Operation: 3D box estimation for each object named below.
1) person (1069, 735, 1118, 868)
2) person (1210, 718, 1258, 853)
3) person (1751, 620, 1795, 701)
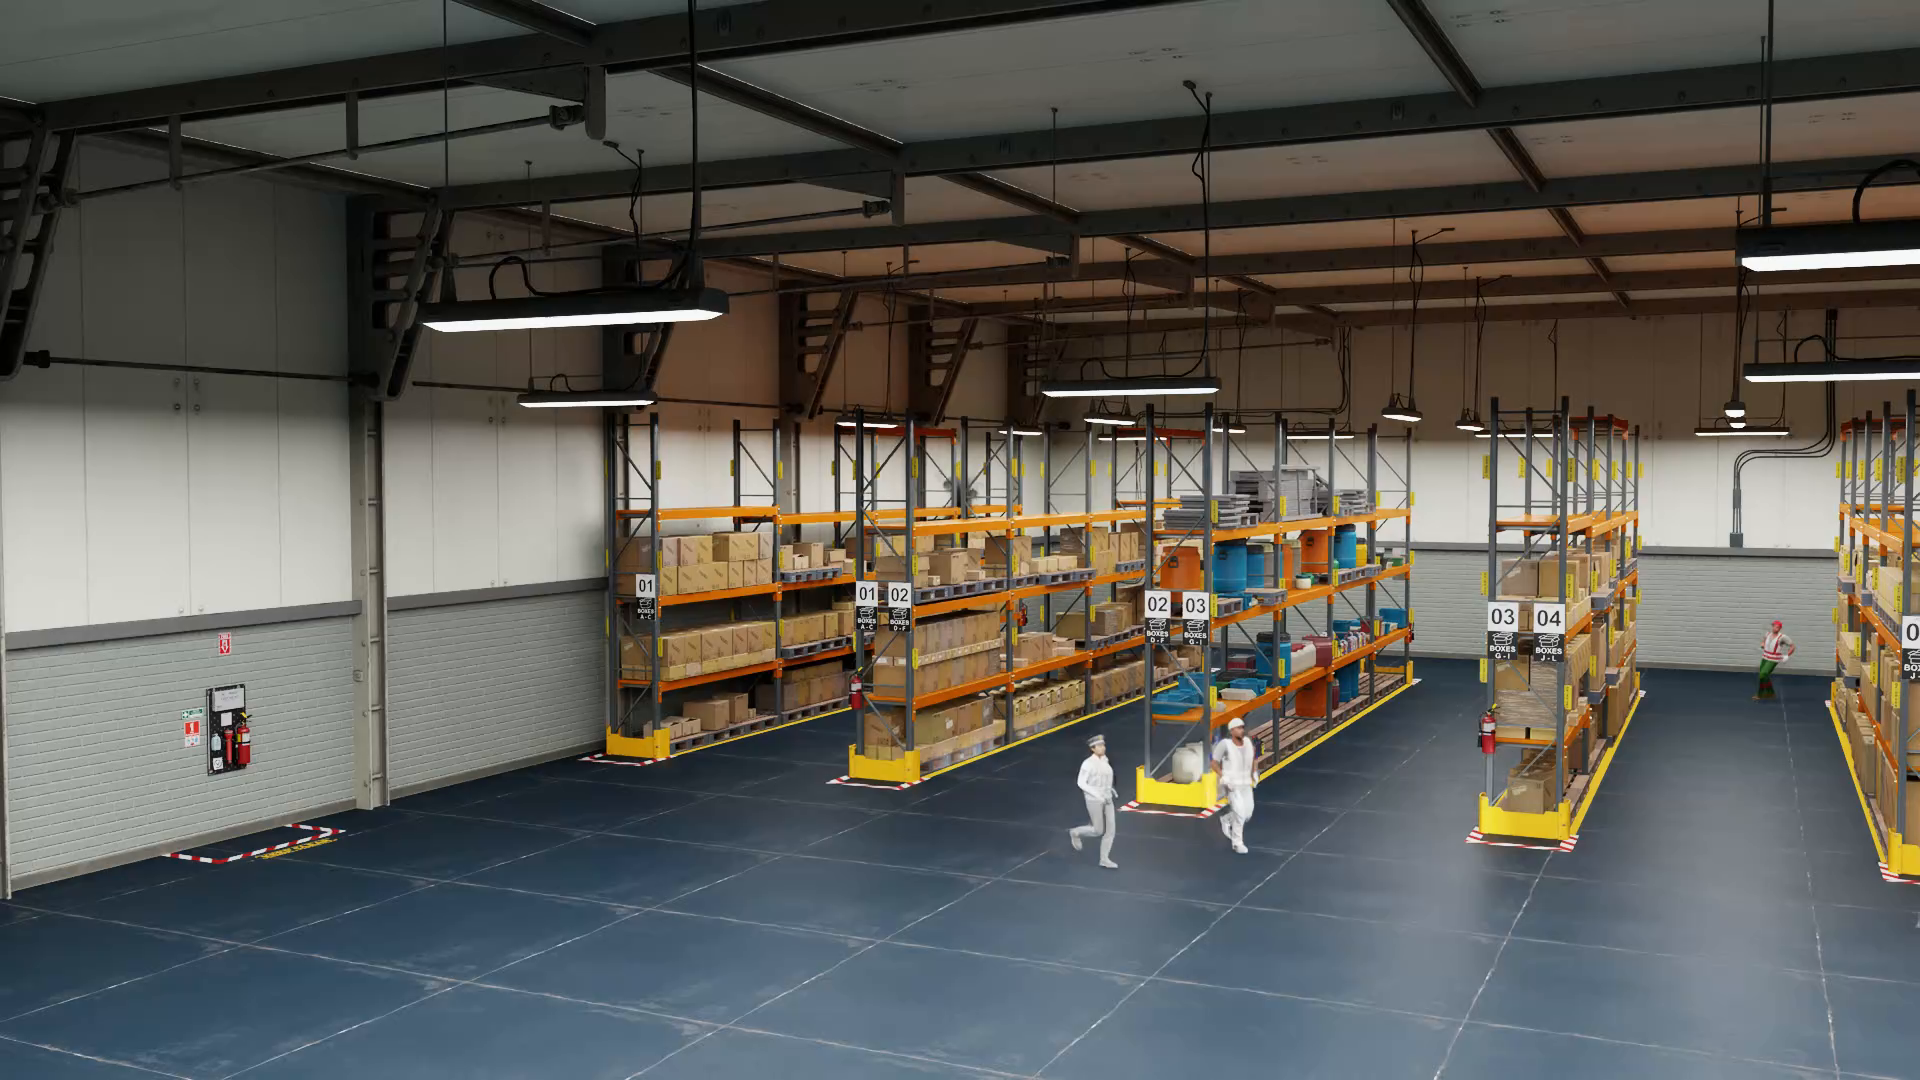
[{"bbox_3d":[1.740,3.283,21.074,0.617,1.661,0.742,-2,3,-43],"label":"person"},{"bbox_3d":[3.615,3.209,21.976,0.707,1.742,0.685,-1,3,-30],"label":"person"},{"bbox_3d":[17.584,2.623,36.082,0.709,1.762,0.654,-1,3,-17],"label":"person"}]
